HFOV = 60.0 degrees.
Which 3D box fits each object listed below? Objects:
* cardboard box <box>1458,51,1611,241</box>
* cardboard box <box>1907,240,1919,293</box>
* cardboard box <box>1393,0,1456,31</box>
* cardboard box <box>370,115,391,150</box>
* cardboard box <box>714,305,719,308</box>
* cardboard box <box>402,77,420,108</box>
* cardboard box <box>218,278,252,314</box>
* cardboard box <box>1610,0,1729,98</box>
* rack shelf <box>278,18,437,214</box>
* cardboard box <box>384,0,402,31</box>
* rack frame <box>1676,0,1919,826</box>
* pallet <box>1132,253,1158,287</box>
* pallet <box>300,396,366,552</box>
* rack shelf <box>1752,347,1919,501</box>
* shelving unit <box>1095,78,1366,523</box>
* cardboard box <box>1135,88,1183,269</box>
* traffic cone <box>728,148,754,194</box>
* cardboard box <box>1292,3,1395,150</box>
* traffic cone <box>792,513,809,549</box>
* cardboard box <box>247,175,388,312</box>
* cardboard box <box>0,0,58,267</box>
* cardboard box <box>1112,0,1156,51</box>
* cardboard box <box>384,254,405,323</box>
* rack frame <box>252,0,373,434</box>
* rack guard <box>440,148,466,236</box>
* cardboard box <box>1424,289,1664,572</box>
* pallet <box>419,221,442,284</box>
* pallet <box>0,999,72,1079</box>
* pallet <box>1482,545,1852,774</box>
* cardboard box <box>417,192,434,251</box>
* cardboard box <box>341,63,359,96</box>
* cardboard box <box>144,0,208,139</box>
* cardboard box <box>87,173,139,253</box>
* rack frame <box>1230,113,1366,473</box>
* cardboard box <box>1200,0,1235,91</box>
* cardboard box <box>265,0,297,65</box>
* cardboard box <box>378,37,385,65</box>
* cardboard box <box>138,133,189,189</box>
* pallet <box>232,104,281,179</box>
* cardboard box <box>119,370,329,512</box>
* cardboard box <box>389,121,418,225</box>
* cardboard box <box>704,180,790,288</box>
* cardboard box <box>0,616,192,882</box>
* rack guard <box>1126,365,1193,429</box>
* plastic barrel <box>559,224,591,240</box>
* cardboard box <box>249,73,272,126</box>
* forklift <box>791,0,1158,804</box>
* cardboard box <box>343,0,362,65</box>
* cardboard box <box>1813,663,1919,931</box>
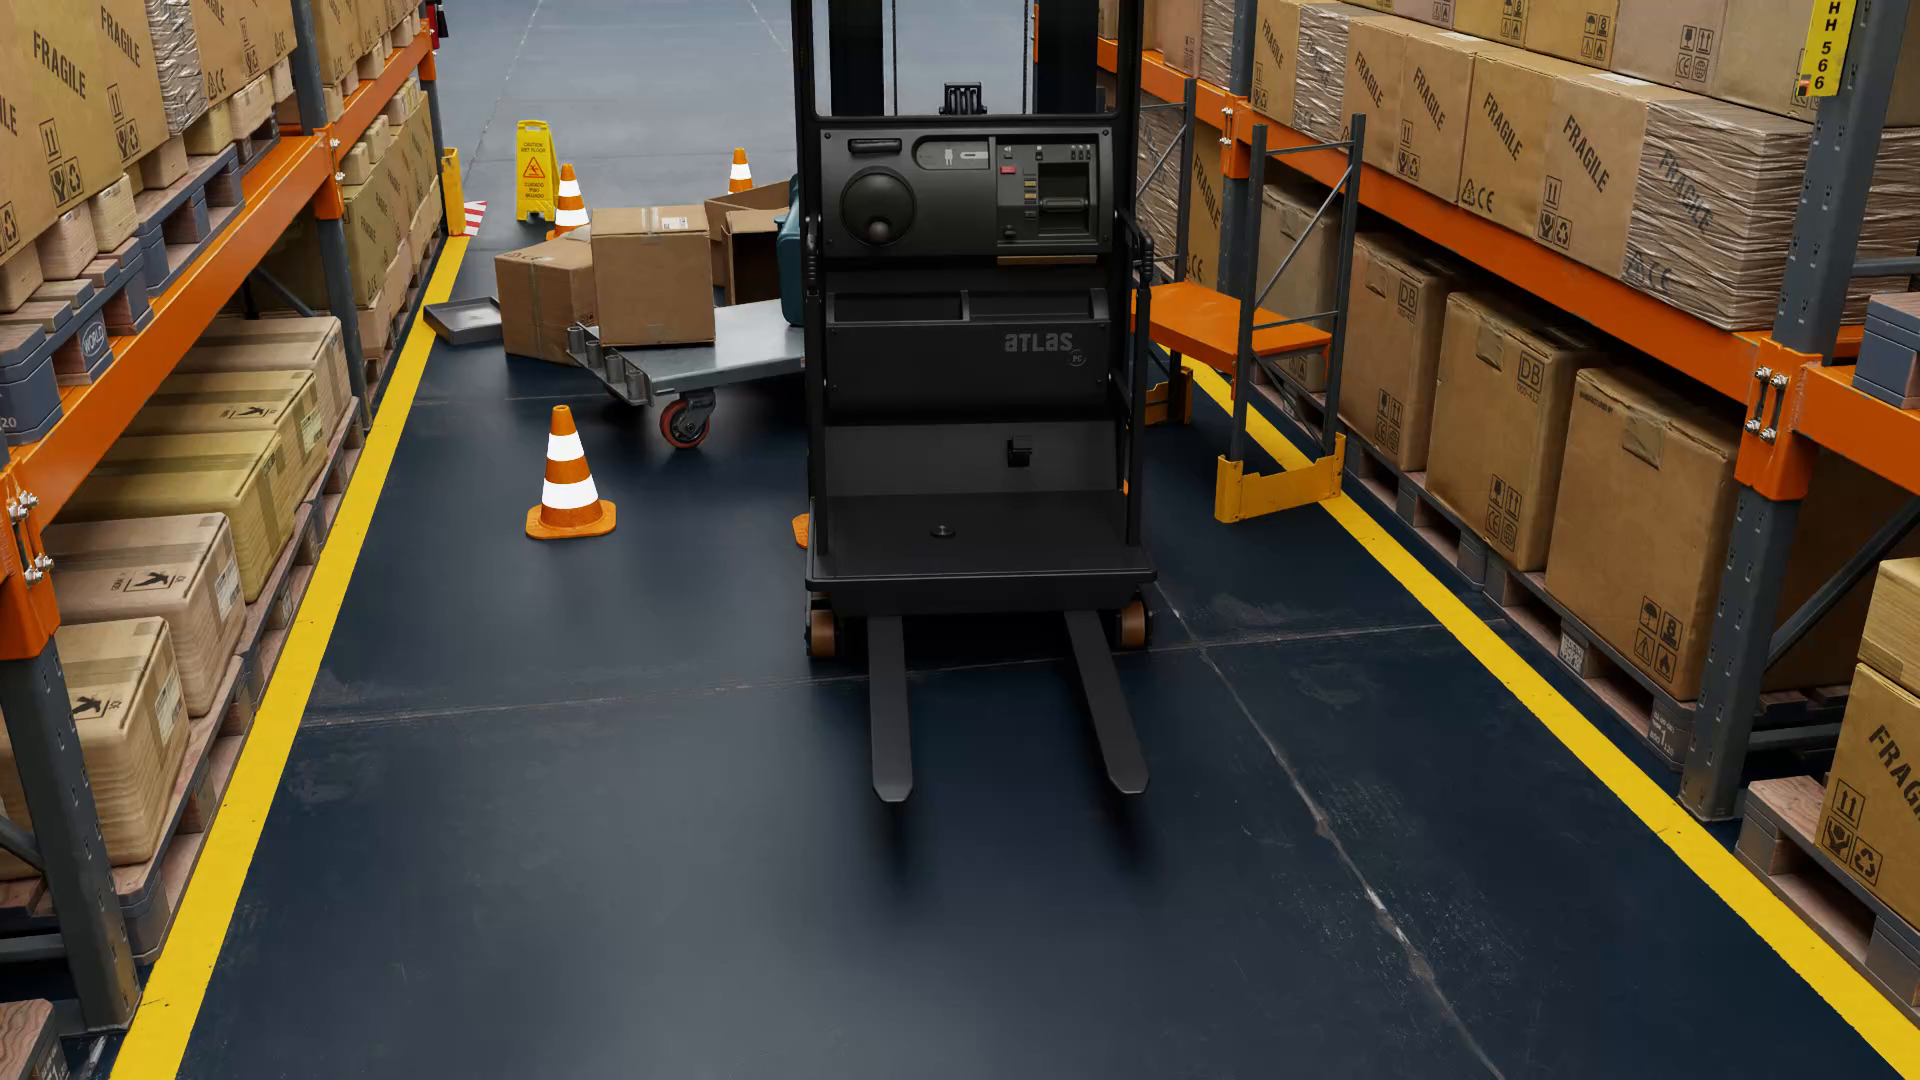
[{"bbox_3d":[1.951,-1.261,5.265,0.500,0.500,0.500,-5,24,-11],"label":"cardboard box"},{"bbox_3d":[2.664,-0.907,4.455,0.500,0.500,0.500,-4,24,-9],"label":"cardboard box"},{"bbox_3d":[2.030,-2.147,6.043,0.700,0.500,0.500,-4,24,-9],"label":"cardboard box"},{"bbox_3d":[-3.061,-2.019,8.288,0.380,0.149,0.250,-3,24,-7],"label":"cardboard box"},{"bbox_3d":[-1.145,-1.059,8.342,0.396,0.266,0.258,18,29,36],"label":"cardboard box"},{"bbox_3d":[-3.305,-2.544,9.490,0.380,0.149,0.250,-4,24,-8],"label":"cardboard box"},{"bbox_3d":[-3.477,-1.321,7.501,0.500,0.500,0.500,-5,24,-10],"label":"cardboard box"},{"bbox_3d":[2.314,-1.545,4.666,0.700,0.500,0.500,-5,24,-11],"label":"cardboard box"},{"bbox_3d":[-3.474,-2.289,8.643,1.077,0.370,4.000,-4,24,-10],"label":"rack shelf"},{"bbox_3d":[-3.295,-3.000,8.875,0.500,0.500,0.500,-4,24,-10],"label":"cardboard box"},{"bbox_3d":[2.482,-0.665,4.025,1.000,3.000,0.127,-4,24,-10],"label":"rack frame"},{"bbox_3d":[1.449,-1.746,9.985,1.003,0.211,1.213,-4,24,-10],"label":"pallet"},{"bbox_3d":[-2.958,-0.248,6.555,1.003,0.211,1.213,-4,24,-10],"label":"pallet"},{"bbox_3d":[2.852,0.451,2.368,1.077,0.370,4.000,-4,24,-10],"label":"rack shelf"},{"bbox_3d":[1.010,-0.994,6.652,0.587,1.500,1.083,-13,27,-27],"label":"shelving unit"},{"bbox_3d":[1.524,-2.064,9.358,0.875,0.875,0.875,-4,24,-9],"label":"cardboard box"},{"bbox_3d":[-1.468,-2.385,11.133,0.336,0.463,0.334,-4,24,-10],"label":"traffic cone"},{"bbox_3d":[1.669,-1.859,6.634,0.500,0.500,0.500,-4,24,-9],"label":"cardboard box"},{"bbox_3d":[-0.462,-0.246,6.234,0.336,0.463,0.334,-4,24,-10],"label":"traffic cone"},{"bbox_3d":[-2.948,-1.360,7.591,0.500,0.500,0.500,-3,24,-7],"label":"cardboard box"},{"bbox_3d":[-2.220,-0.828,3.376,0.500,0.500,0.500,-5,24,-11],"label":"cardboard box"},{"bbox_3d":[1.358,-3.088,9.386,0.875,0.550,0.500,-4,24,-10],"label":"cardboard box"},{"bbox_3d":[-3.057,-1.226,8.220,0.500,0.250,0.500,-3,24,-7],"label":"cardboard box"},{"bbox_3d":[-3.104,-1.832,6.698,1.000,3.000,0.127,-4,24,-10],"label":"rack frame"},{"bbox_3d":[-3.829,-2.230,10.732,1.175,0.500,0.348,-4,24,-10],"label":"rack guard"},{"bbox_3d":[2.293,-0.416,5.742,1.050,0.750,0.750,-4,24,-9],"label":"cardboard box"},{"bbox_3d":[-3.714,-1.776,10.052,1.003,0.211,1.213,-4,24,-10],"label":"pallet"},{"bbox_3d":[-2.292,1.335,2.930,1.003,0.211,1.213,-4,24,-10],"label":"pallet"},{"bbox_3d":[2.410,0.297,5.306,1.003,0.211,1.213,-4,24,-10],"label":"pallet"},{"bbox_3d":[-3.342,-1.836,9.616,0.500,0.250,0.500,-4,24,-10],"label":"cardboard box"},{"bbox_3d":[-3.035,-2.162,7.767,0.380,0.149,0.250,-4,24,-8],"label":"cardboard box"},{"bbox_3d":[-2.513,-1.438,4.773,0.500,0.500,0.500,-5,24,-12],"label":"cardboard box"},{"bbox_3d":[-2.297,-0.812,4.151,0.380,0.149,0.250,-4,24,-9],"label":"cardboard box"},{"bbox_3d":[1.256,-0.820,6.254,0.500,1.500,0.032,-13,27,-27],"label":"rack frame"},{"bbox_3d":[1.662,-2.451,7.928,0.875,0.550,0.550,-4,24,-10],"label":"cardboard box"},{"bbox_3d":[-2.793,-2.042,6.157,0.500,0.500,0.500,-5,24,-11],"label":"cardboard box"},{"bbox_3d":[-3.148,-2.466,8.462,0.380,0.149,0.250,-4,24,-10],"label":"cardboard box"},{"bbox_3d":[-2.493,-1.117,4.849,0.380,0.149,0.250,-4,24,-8],"label":"cardboard box"},{"bbox_3d":[-3.105,-1.433,6.023,1.003,0.211,1.213,-4,24,-10],"label":"pallet"},{"bbox_3d":[-2.868,-0.332,6.021,0.950,0.372,0.625,-3,24,-6],"label":"cardboard box"},{"bbox_3d":[-3.253,-1.982,9.014,0.500,0.500,0.500,-5,24,-11],"label":"cardboard box"},{"bbox_3d":[-1.031,-1.758,9.647,0.637,0.503,0.797,18,29,36],"label":"cardboard box"},{"bbox_3d":[-2.459,0.530,4.048,0.950,0.372,0.625,-6,24,-13],"label":"cardboard box"},{"bbox_3d":[0.764,-0.595,7.299,0.587,0.250,0.087,-13,27,-27],"label":"rack guard"},{"bbox_3d":[-1.974,-1.525,9.212,0.512,0.421,0.421,13,27,27],"label":"plastic barrel"},{"bbox_3d":[-2.623,-1.524,5.780,0.380,0.149,0.250,-5,24,-11],"label":"cardboard box"},{"bbox_3d":[0.040,-1.093,5.091,1.130,2.935,3.031,-1,24,-3],"label":"forklift"},{"bbox_3d":[-3.027,-2.404,7.510,0.500,0.500,0.500,-4,24,-10],"label":"cardboard box"},{"bbox_3d":[2.362,0.585,3.761,0.500,0.500,0.500,-5,24,-12],"label":"cardboard box"}]
